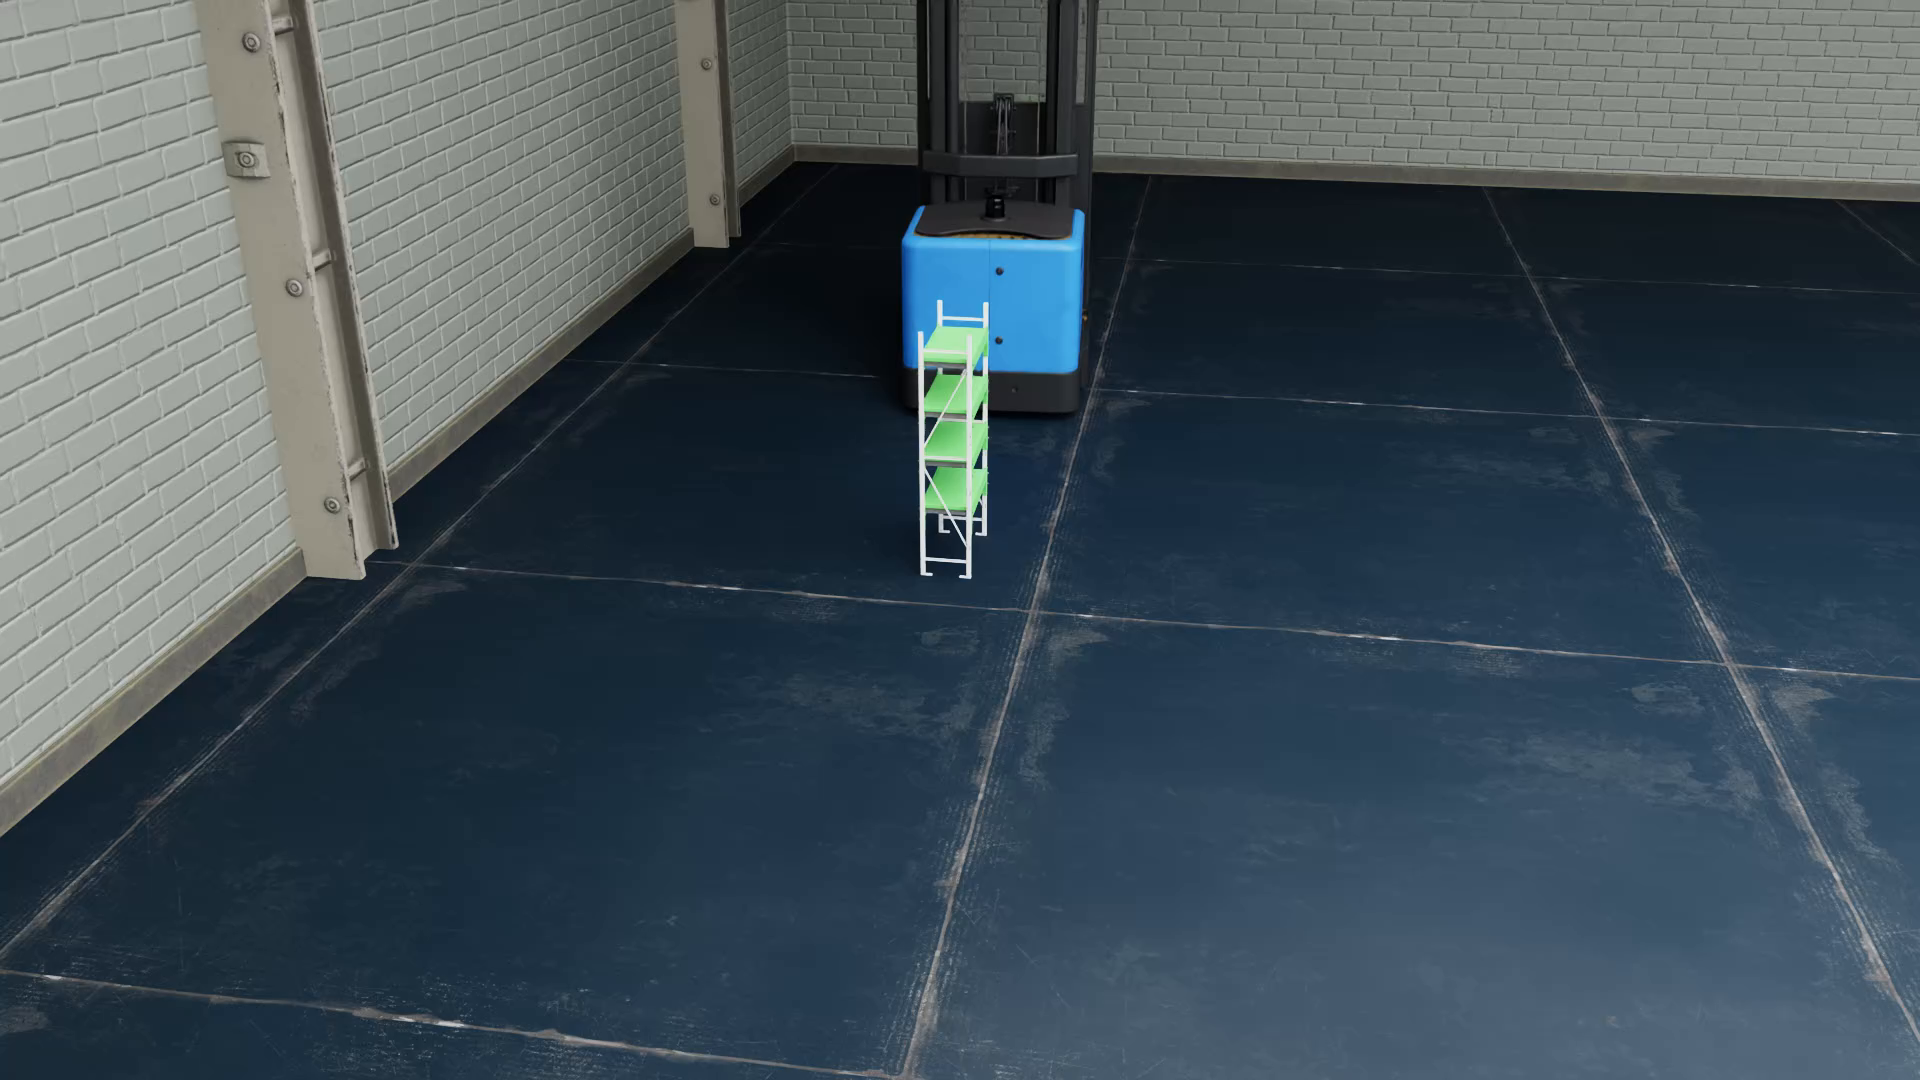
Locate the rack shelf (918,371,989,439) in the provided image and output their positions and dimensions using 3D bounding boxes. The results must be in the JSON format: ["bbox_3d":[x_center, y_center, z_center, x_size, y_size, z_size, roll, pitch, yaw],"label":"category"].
[{"bbox_3d":[-0.027,-0.634,7.773,0.258,0.148,0.480,4,25,9],"label":"rack shelf"}]

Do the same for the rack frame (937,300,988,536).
[{"bbox_3d":[0.013,-0.576,8.066,0.240,1.200,0.015,4,25,9],"label":"rack frame"}]

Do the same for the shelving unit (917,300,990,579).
[{"bbox_3d":[-0.027,-0.474,7.848,0.258,1.200,0.503,4,25,9],"label":"shelving unit"}]

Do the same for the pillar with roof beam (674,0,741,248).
[{"bbox_3d":[2.281,-6.191,10.862,9.100,9.000,0.400,4,25,9],"label":"pillar with roof beam"}]

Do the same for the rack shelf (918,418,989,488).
[{"bbox_3d":[-0.027,-0.416,7.875,0.258,0.148,0.480,4,25,9],"label":"rack shelf"}]

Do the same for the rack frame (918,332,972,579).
[{"bbox_3d":[-0.067,-0.372,7.630,0.240,1.200,0.015,4,25,9],"label":"rack frame"}]

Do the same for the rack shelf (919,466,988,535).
[{"bbox_3d":[-0.027,-0.199,7.977,0.258,0.148,0.480,4,25,9],"label":"rack shelf"}]

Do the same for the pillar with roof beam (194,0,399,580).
[{"bbox_3d":[1.300,-3.682,5.501,9.100,9.000,0.400,4,25,9],"label":"pillar with roof beam"}]

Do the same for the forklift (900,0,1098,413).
[{"bbox_3d":[0.305,-2.655,10.466,1.130,2.935,3.031,2,25,5],"label":"forklift"}]

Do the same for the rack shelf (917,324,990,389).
[{"bbox_3d":[-0.027,-0.851,7.671,0.258,0.148,0.480,4,25,9],"label":"rack shelf"}]
